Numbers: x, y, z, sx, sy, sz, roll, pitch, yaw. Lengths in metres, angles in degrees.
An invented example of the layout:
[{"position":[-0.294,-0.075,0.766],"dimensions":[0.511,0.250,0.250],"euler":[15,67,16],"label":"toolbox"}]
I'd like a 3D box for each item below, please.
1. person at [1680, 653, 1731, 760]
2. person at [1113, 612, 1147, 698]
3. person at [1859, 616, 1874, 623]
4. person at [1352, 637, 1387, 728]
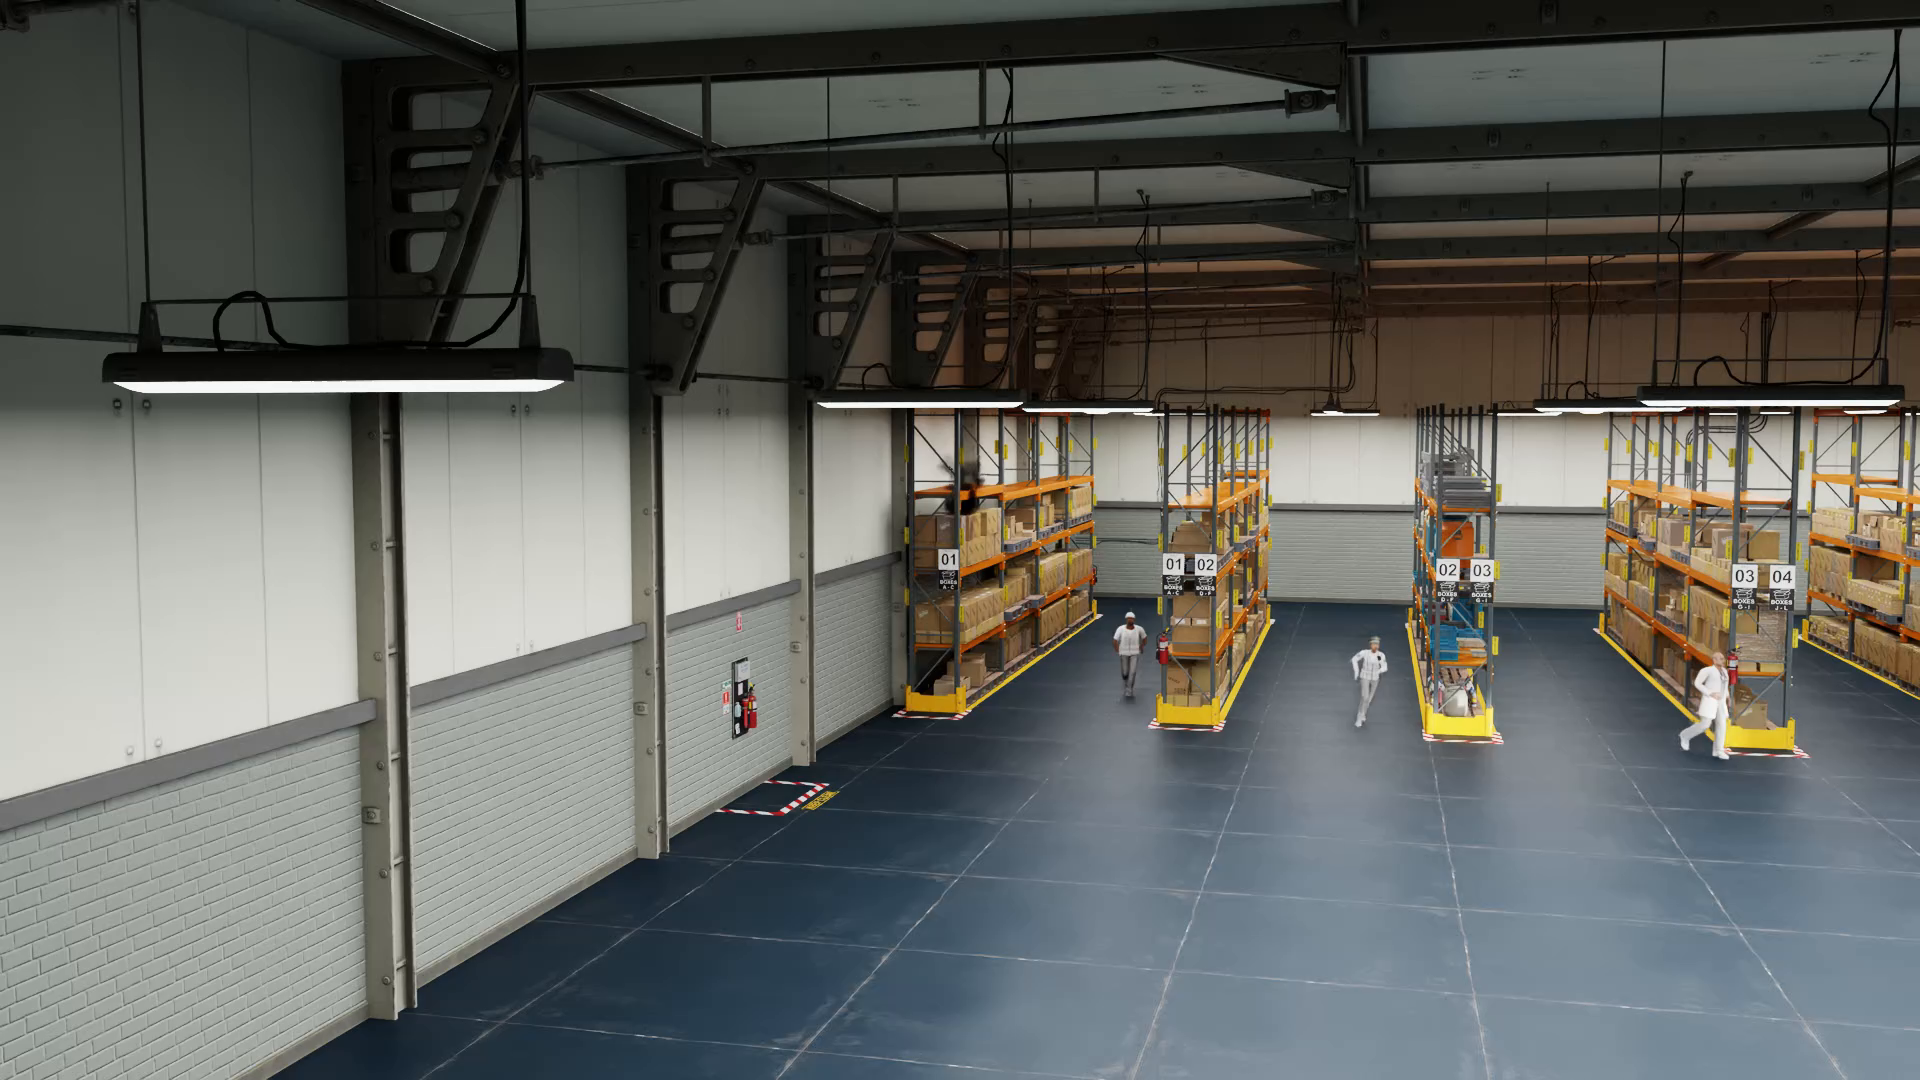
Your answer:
[{"position":[12.829,2.784,28.247],"dimensions":[0.772,1.733,1.027],"euler":[-1,4,-20],"label":"person"},{"position":[3.522,2.357,34.391],"dimensions":[0.700,1.739,0.801],"euler":[0,4,6],"label":"person"},{"position":[23.770,1.660,43.741],"dimensions":[0.701,1.767,0.809],"euler":[-1,4,-17],"label":"person"},{"position":[7.660,2.637,31.107],"dimensions":[0.623,1.702,0.749],"euler":[0,4,-2],"label":"person"}]
